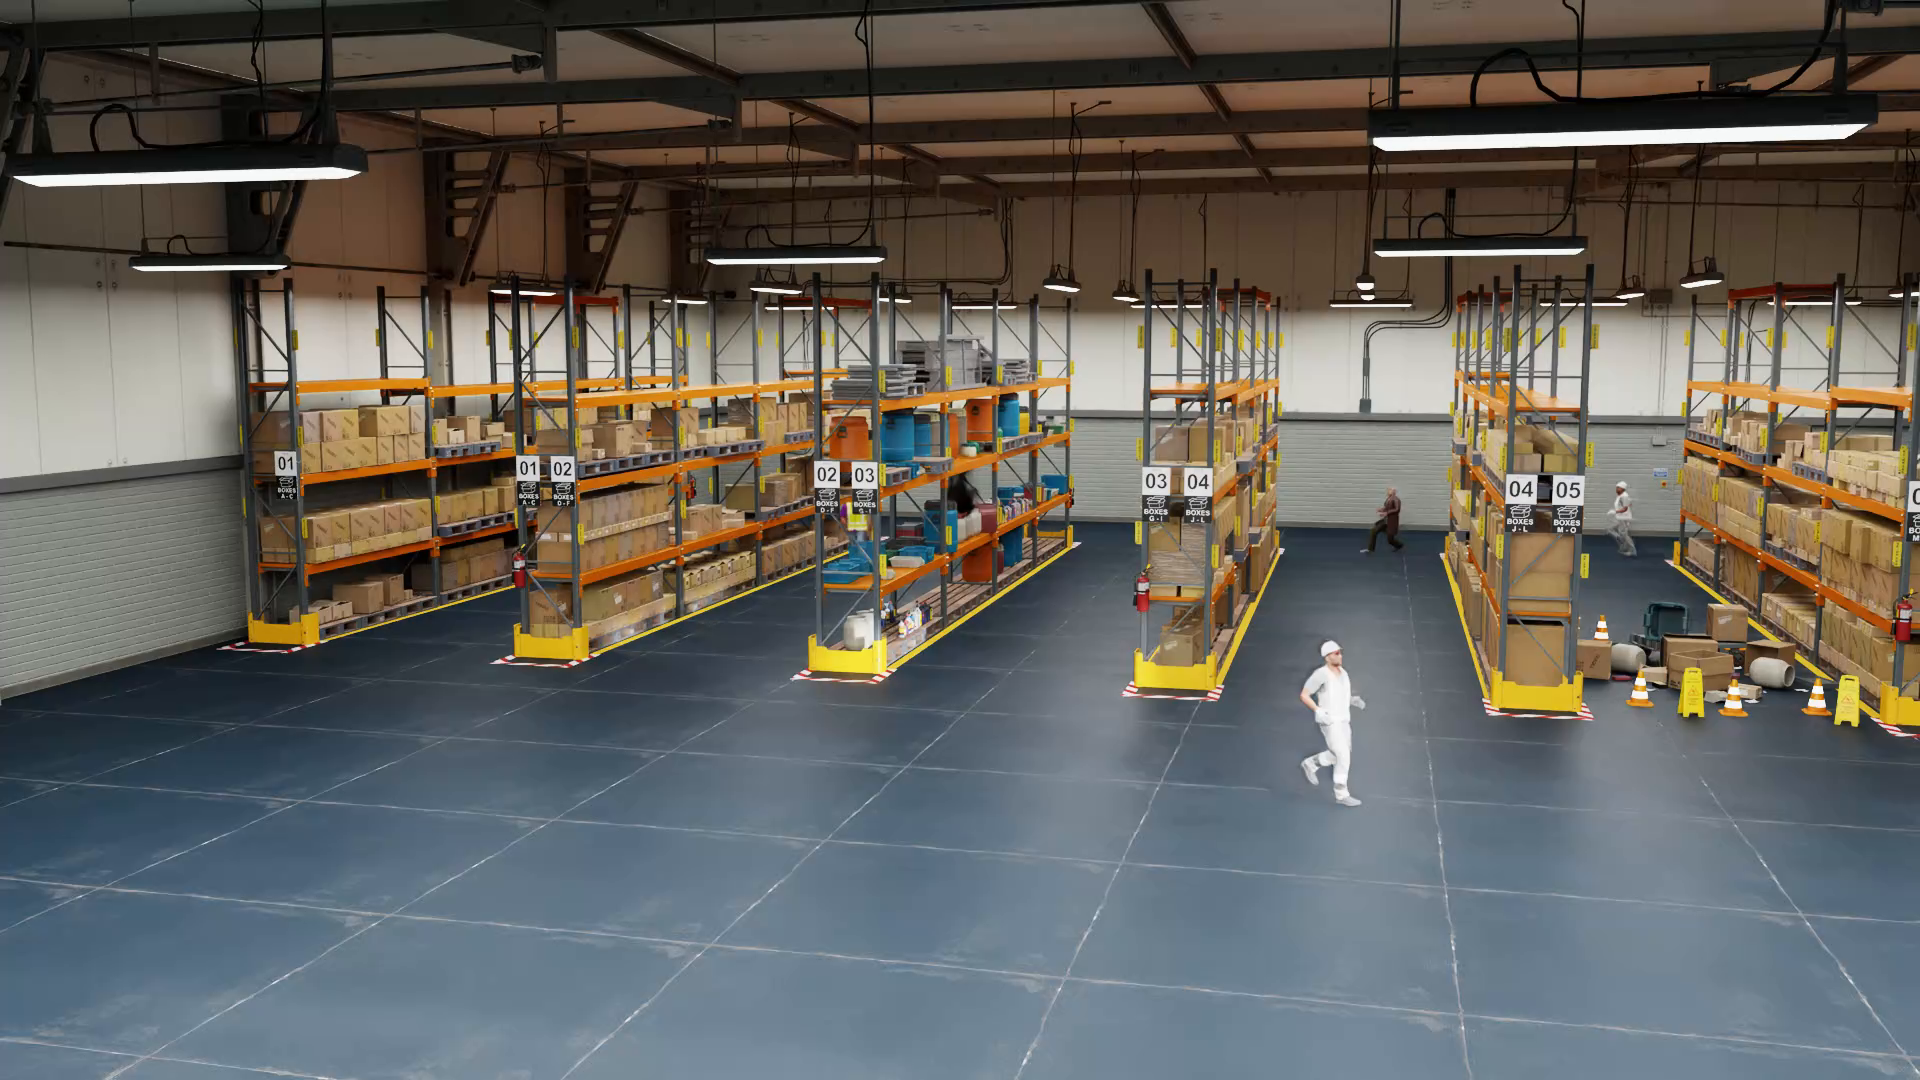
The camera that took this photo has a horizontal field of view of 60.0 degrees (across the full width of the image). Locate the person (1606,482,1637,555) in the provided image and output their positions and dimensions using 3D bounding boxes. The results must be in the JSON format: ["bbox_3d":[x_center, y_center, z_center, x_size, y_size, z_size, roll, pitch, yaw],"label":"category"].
[{"bbox_3d":[15.380,-0.501,38.657,0.731,1.720,0.617,1,7,11],"label":"person"}]

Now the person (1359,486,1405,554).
[{"bbox_3d":[9.976,-0.453,38.761,1.050,1.618,0.760,-3,8,-25],"label":"person"}]

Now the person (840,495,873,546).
[{"bbox_3d":[-2.096,-0.141,33.605,0.699,1.828,0.670,1,7,10],"label":"person"}]

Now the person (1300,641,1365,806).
[{"bbox_3d":[4.028,1.972,18.080,0.668,1.758,0.849,-6,9,-41],"label":"person"}]
